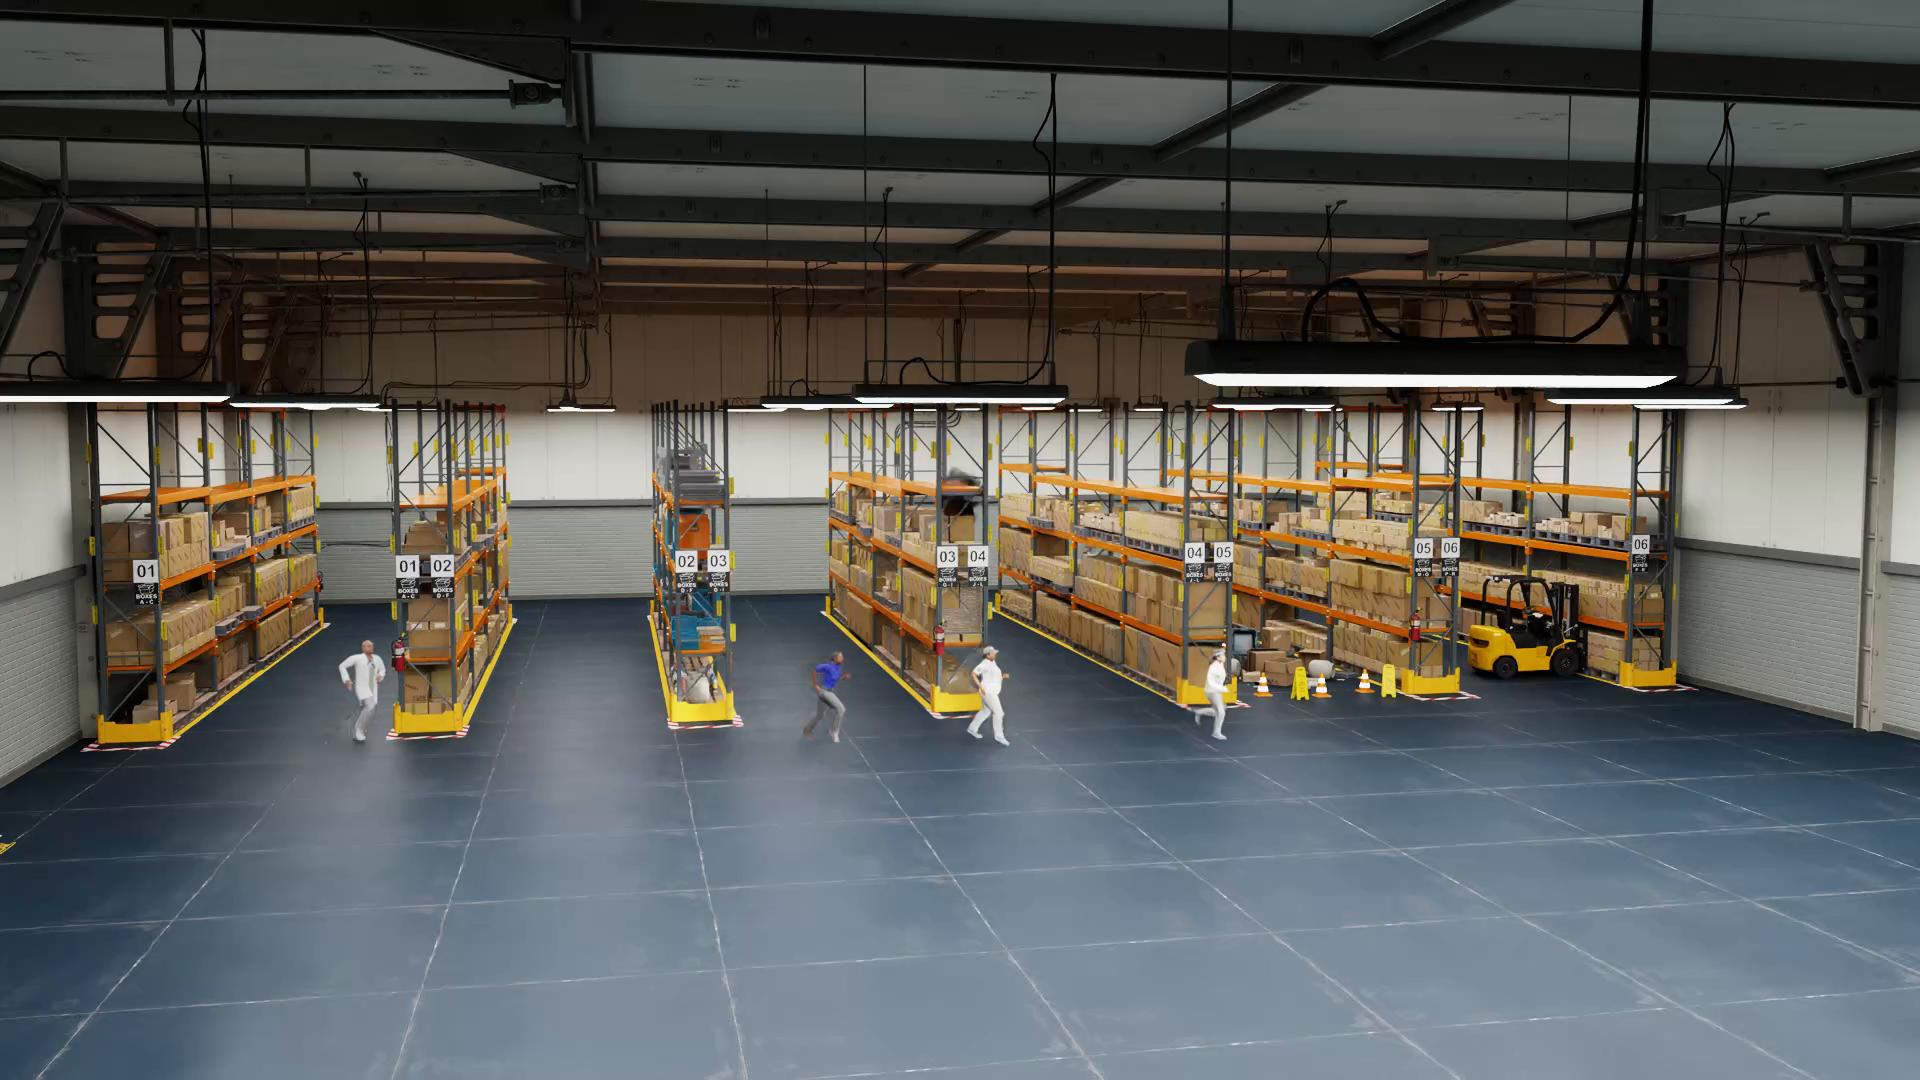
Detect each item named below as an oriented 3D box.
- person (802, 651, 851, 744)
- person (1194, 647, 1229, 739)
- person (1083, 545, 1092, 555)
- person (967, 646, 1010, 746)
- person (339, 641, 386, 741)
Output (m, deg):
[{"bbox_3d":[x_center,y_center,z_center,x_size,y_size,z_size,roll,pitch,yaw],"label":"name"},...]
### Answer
[{"bbox_3d":[-2.342,2.734,29.003,0.904,1.634,0.569,1,4,11],"label":"person"},{"bbox_3d":[4.476,2.707,29.435,0.642,1.654,0.648,2,5,25],"label":"person"},{"bbox_3d":[3.951,1.028,50.640,0.966,1.799,0.672,0,4,-5],"label":"person"},{"bbox_3d":[0.503,2.702,28.985,0.809,1.714,0.586,1,4,14],"label":"person"},{"bbox_3d":[-10.439,2.645,29.285,0.648,1.737,0.733,3,5,31],"label":"person"}]
